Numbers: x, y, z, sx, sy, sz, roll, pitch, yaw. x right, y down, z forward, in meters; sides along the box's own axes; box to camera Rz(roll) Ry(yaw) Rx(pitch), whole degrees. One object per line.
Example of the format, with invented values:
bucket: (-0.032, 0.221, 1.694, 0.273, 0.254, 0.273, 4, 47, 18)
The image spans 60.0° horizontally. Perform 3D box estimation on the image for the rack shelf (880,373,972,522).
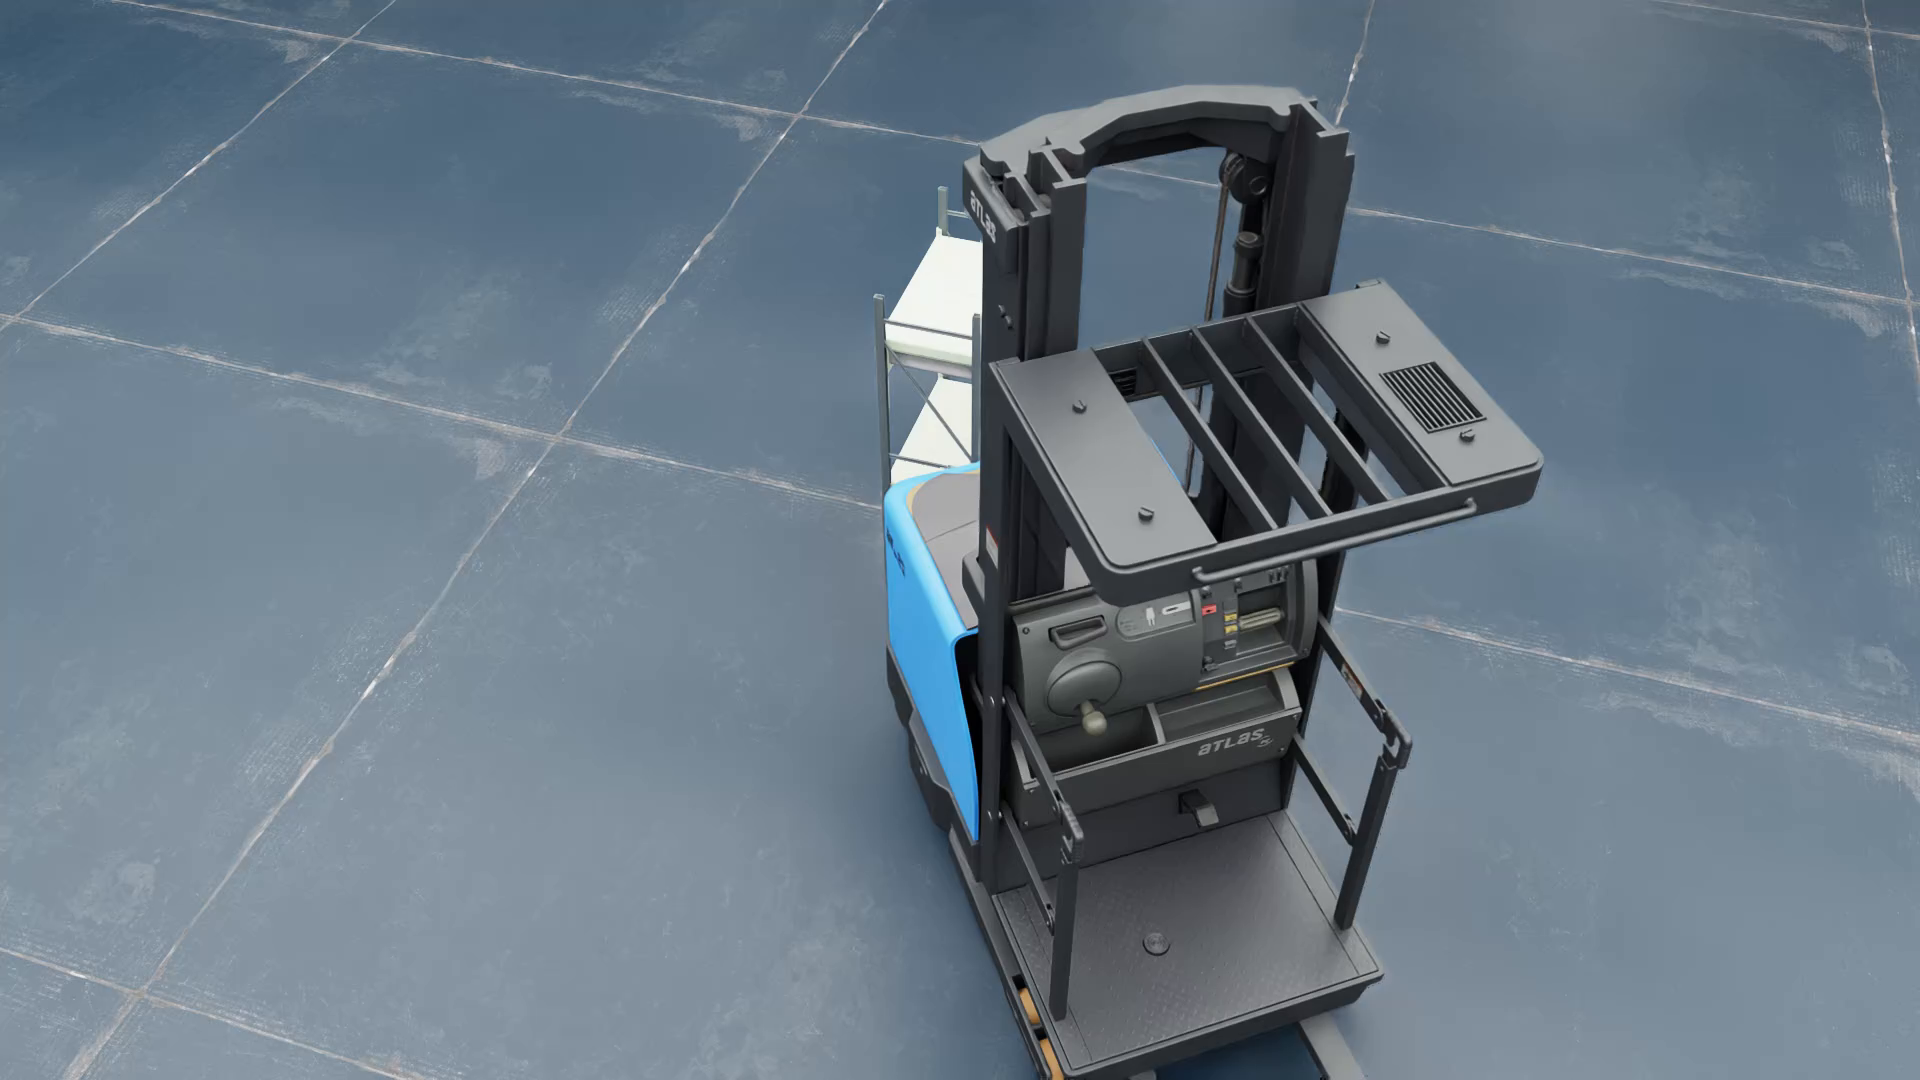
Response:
rack shelf: (-0.002, -0.299, 6.848, 0.431, 0.370, 0.720, 13, 46, 12)

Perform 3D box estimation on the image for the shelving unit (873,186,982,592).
shelving unit: (-0.002, -0.532, 6.620, 0.431, 1.500, 0.755, 13, 46, 12)

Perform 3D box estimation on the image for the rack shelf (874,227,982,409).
rack shelf: (-0.002, -0.811, 6.347, 0.431, 0.370, 0.720, 13, 46, 12)

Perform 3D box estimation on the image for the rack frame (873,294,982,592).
rack frame: (-0.113, -0.288, 6.371, 0.400, 1.500, 0.023, 13, 46, 12)

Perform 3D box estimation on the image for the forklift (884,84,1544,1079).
forklift: (0.680, 0.383, 4.662, 1.130, 2.935, 3.031, -14, 46, -14)

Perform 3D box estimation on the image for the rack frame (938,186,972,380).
rack frame: (0.109, -0.776, 6.869, 0.400, 1.500, 0.023, 13, 46, 12)
